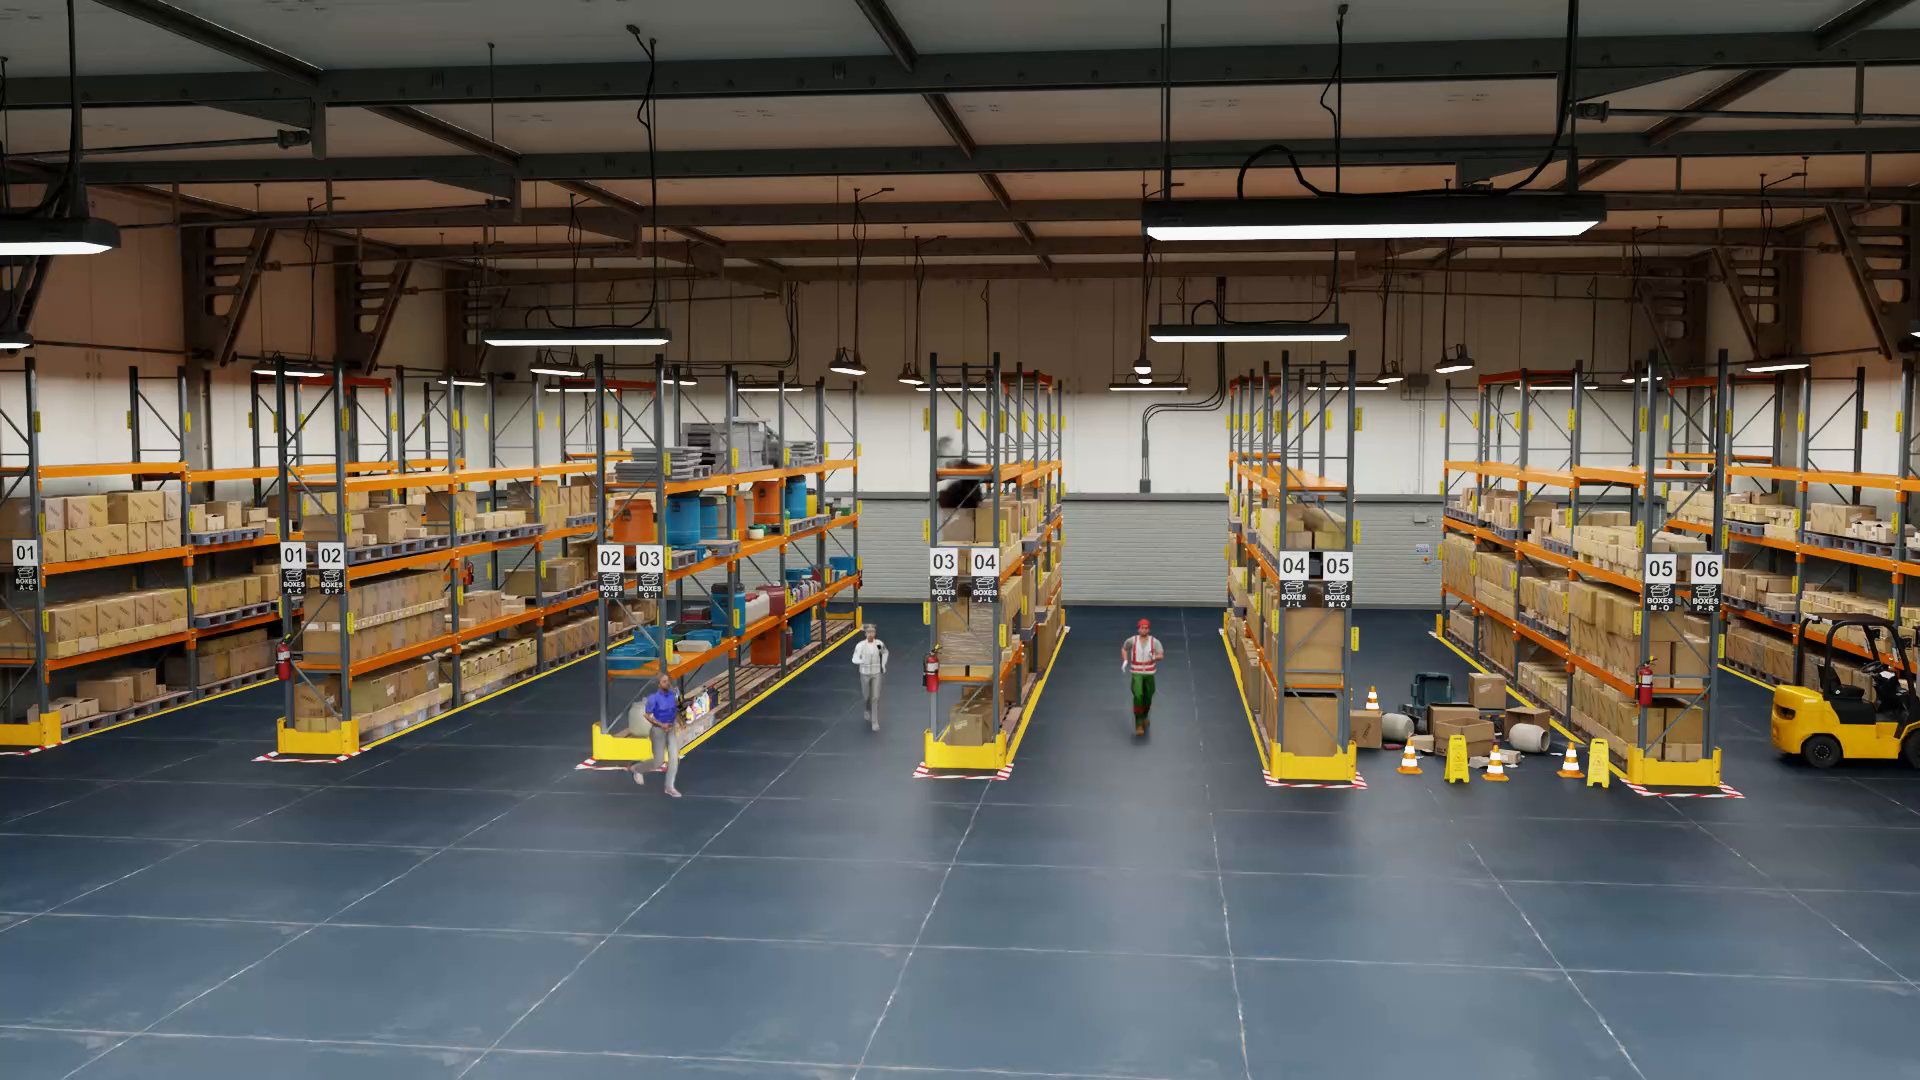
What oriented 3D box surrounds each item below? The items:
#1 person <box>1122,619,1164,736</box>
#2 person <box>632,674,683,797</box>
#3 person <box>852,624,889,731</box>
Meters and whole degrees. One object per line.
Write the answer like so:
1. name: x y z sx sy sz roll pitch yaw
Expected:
1. person: 2.957 2.190 26.906 0.655 1.828 0.840 0 4 -2
2. person: -4.040 2.616 22.449 0.781 1.651 0.587 3 5 38
3. person: -1.458 2.210 27.216 0.612 1.702 0.920 0 4 -7
